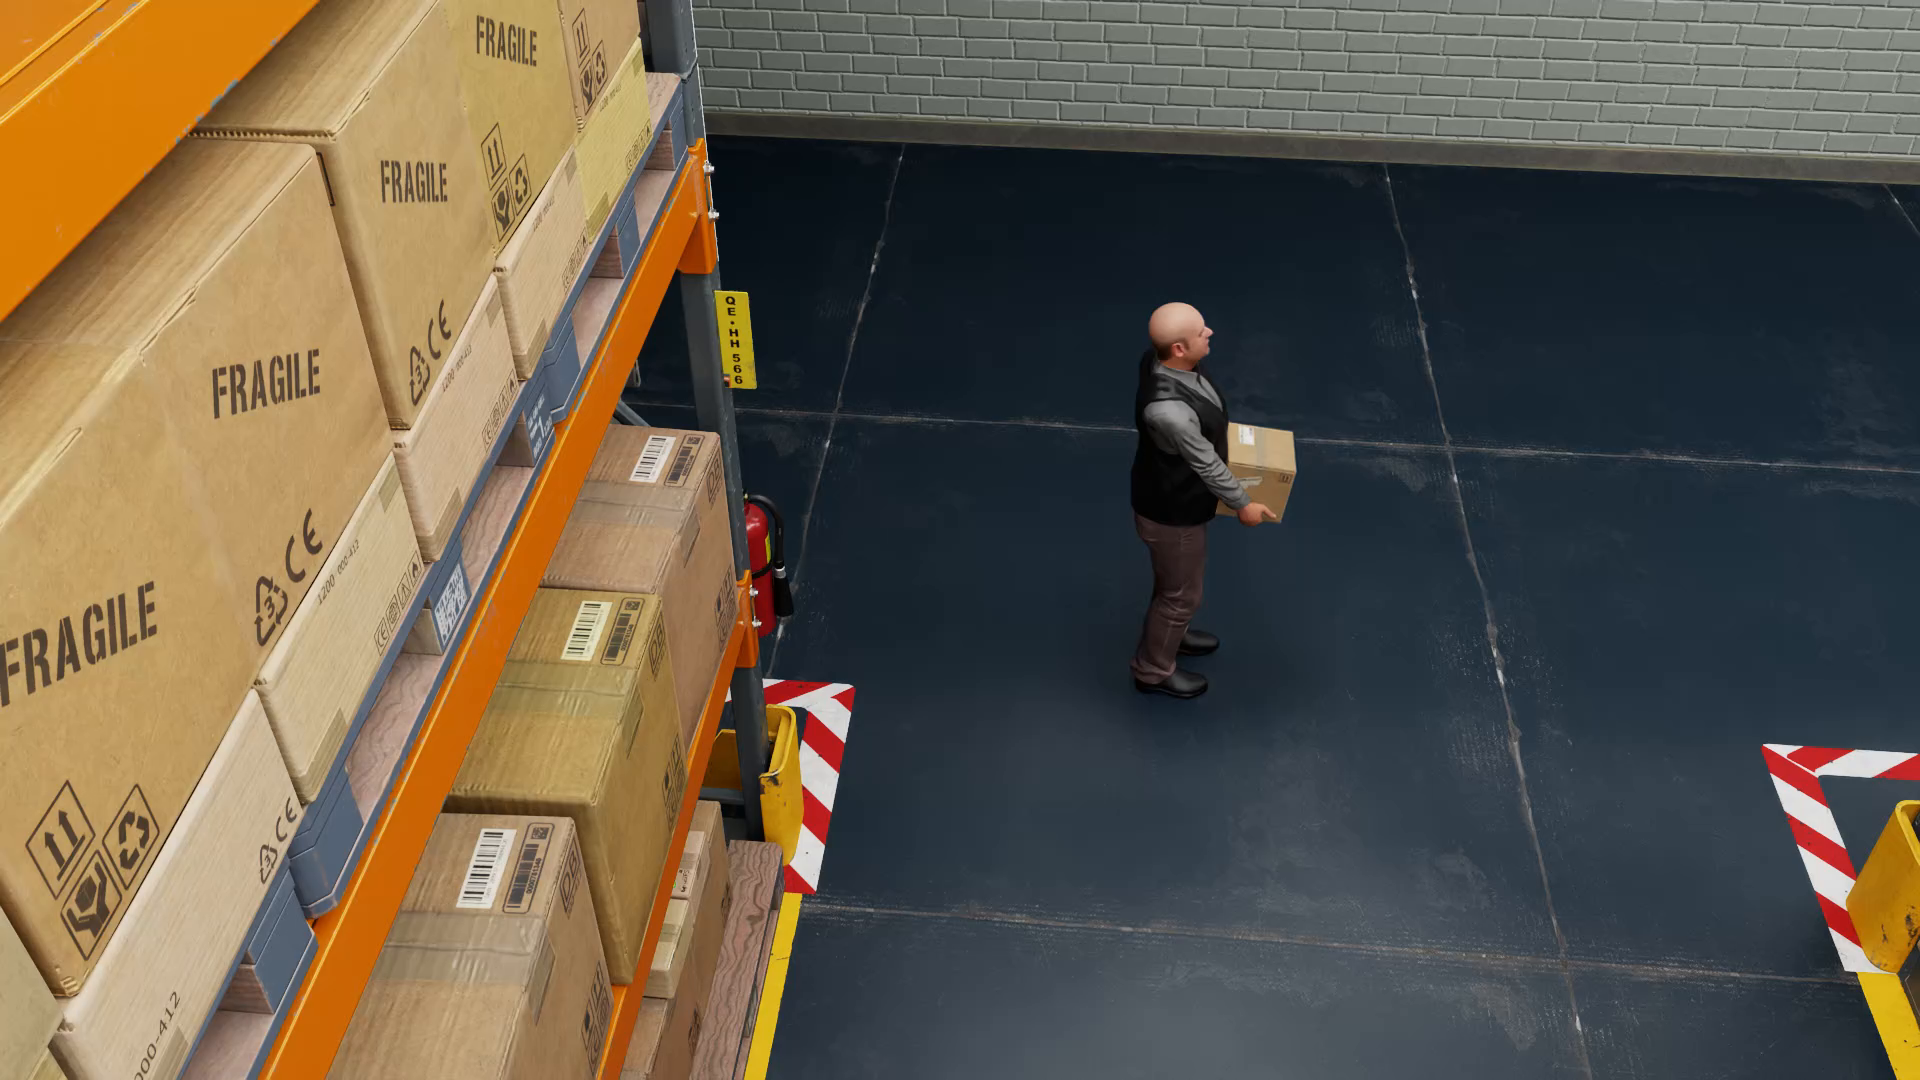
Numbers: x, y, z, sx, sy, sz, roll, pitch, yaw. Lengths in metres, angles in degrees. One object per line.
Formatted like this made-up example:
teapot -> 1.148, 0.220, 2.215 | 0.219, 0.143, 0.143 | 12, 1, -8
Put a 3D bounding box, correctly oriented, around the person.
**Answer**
person -> 0.915, -0.150, 6.362 | 0.551, 1.711, 0.494 | 4, 40, 4
